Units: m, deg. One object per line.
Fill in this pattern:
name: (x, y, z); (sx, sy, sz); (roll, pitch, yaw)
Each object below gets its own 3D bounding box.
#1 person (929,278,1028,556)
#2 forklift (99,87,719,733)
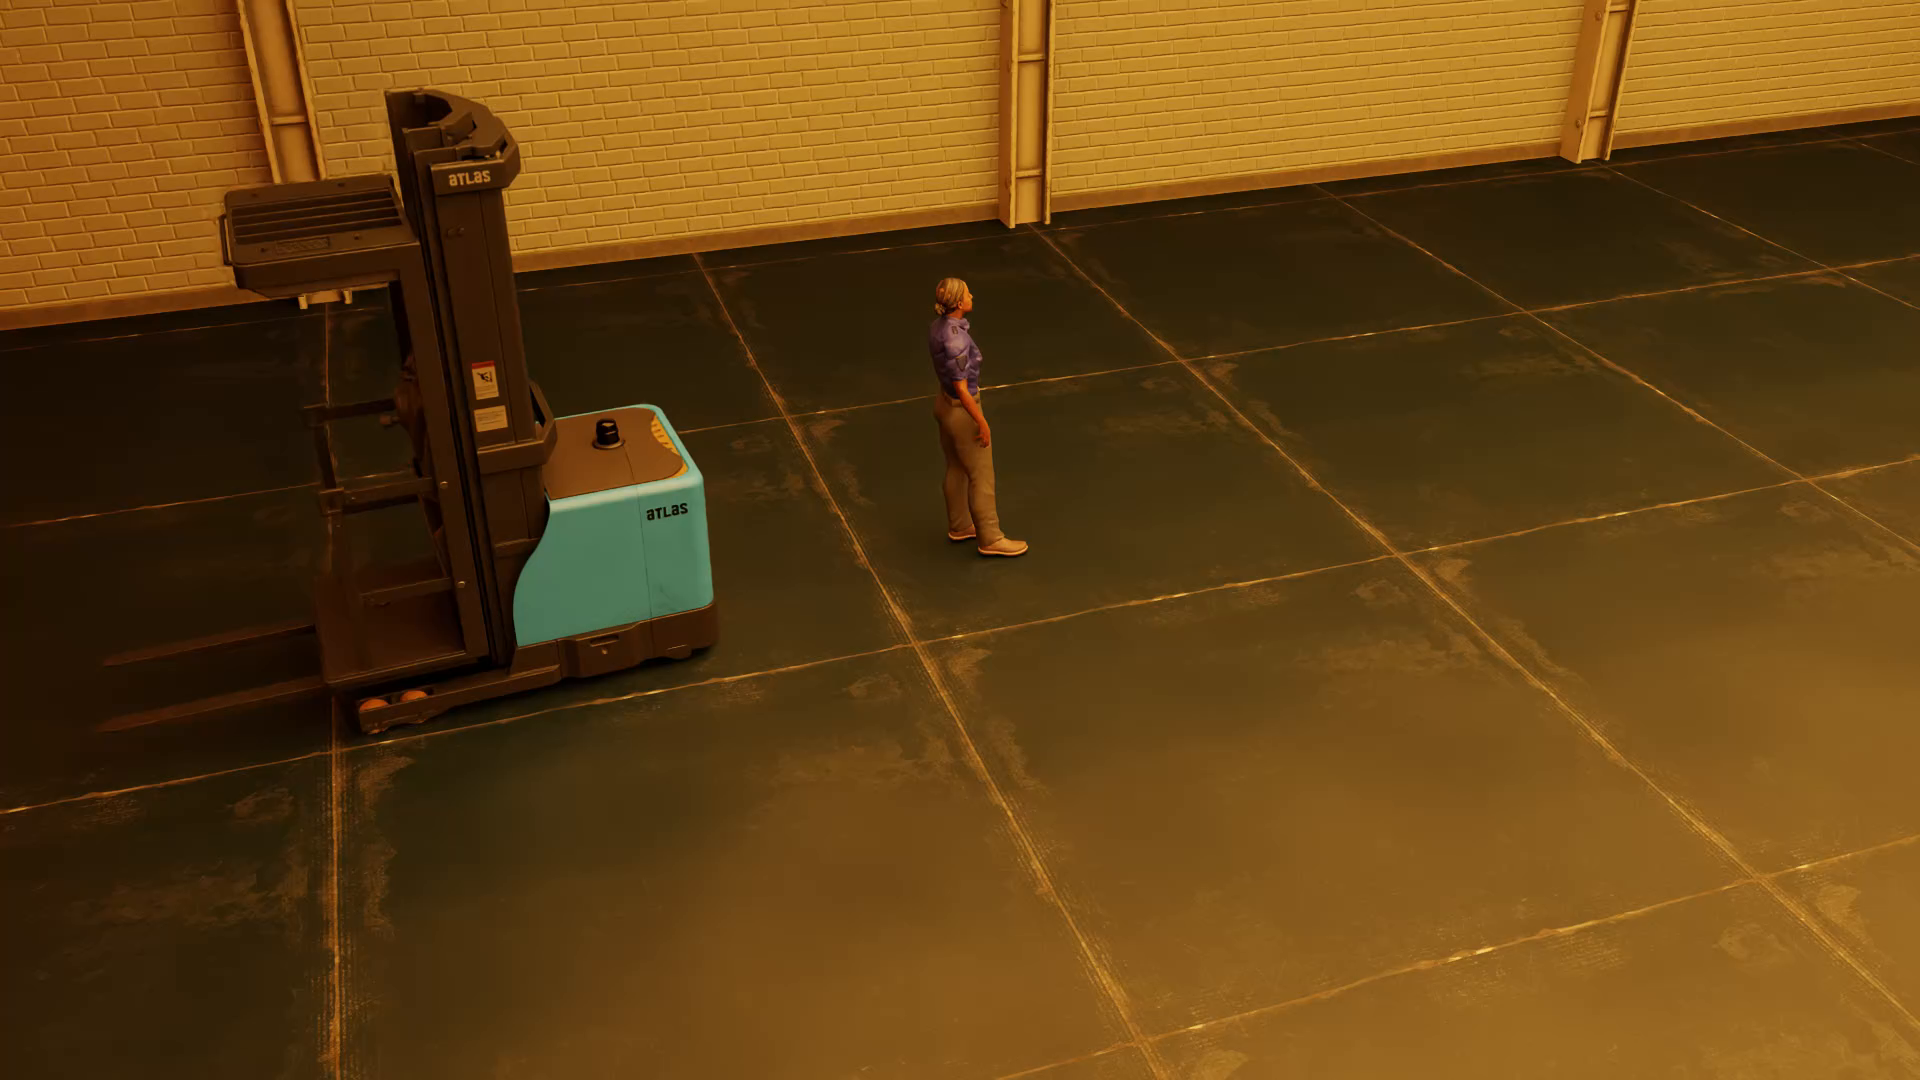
person: (0.089, -0.725, 9.619); (0.504, 1.649, 0.569); (-10, 31, -16)
forklift: (-2.866, -0.603, 8.135); (3.031, 2.935, 1.130); (-12, 32, -20)
